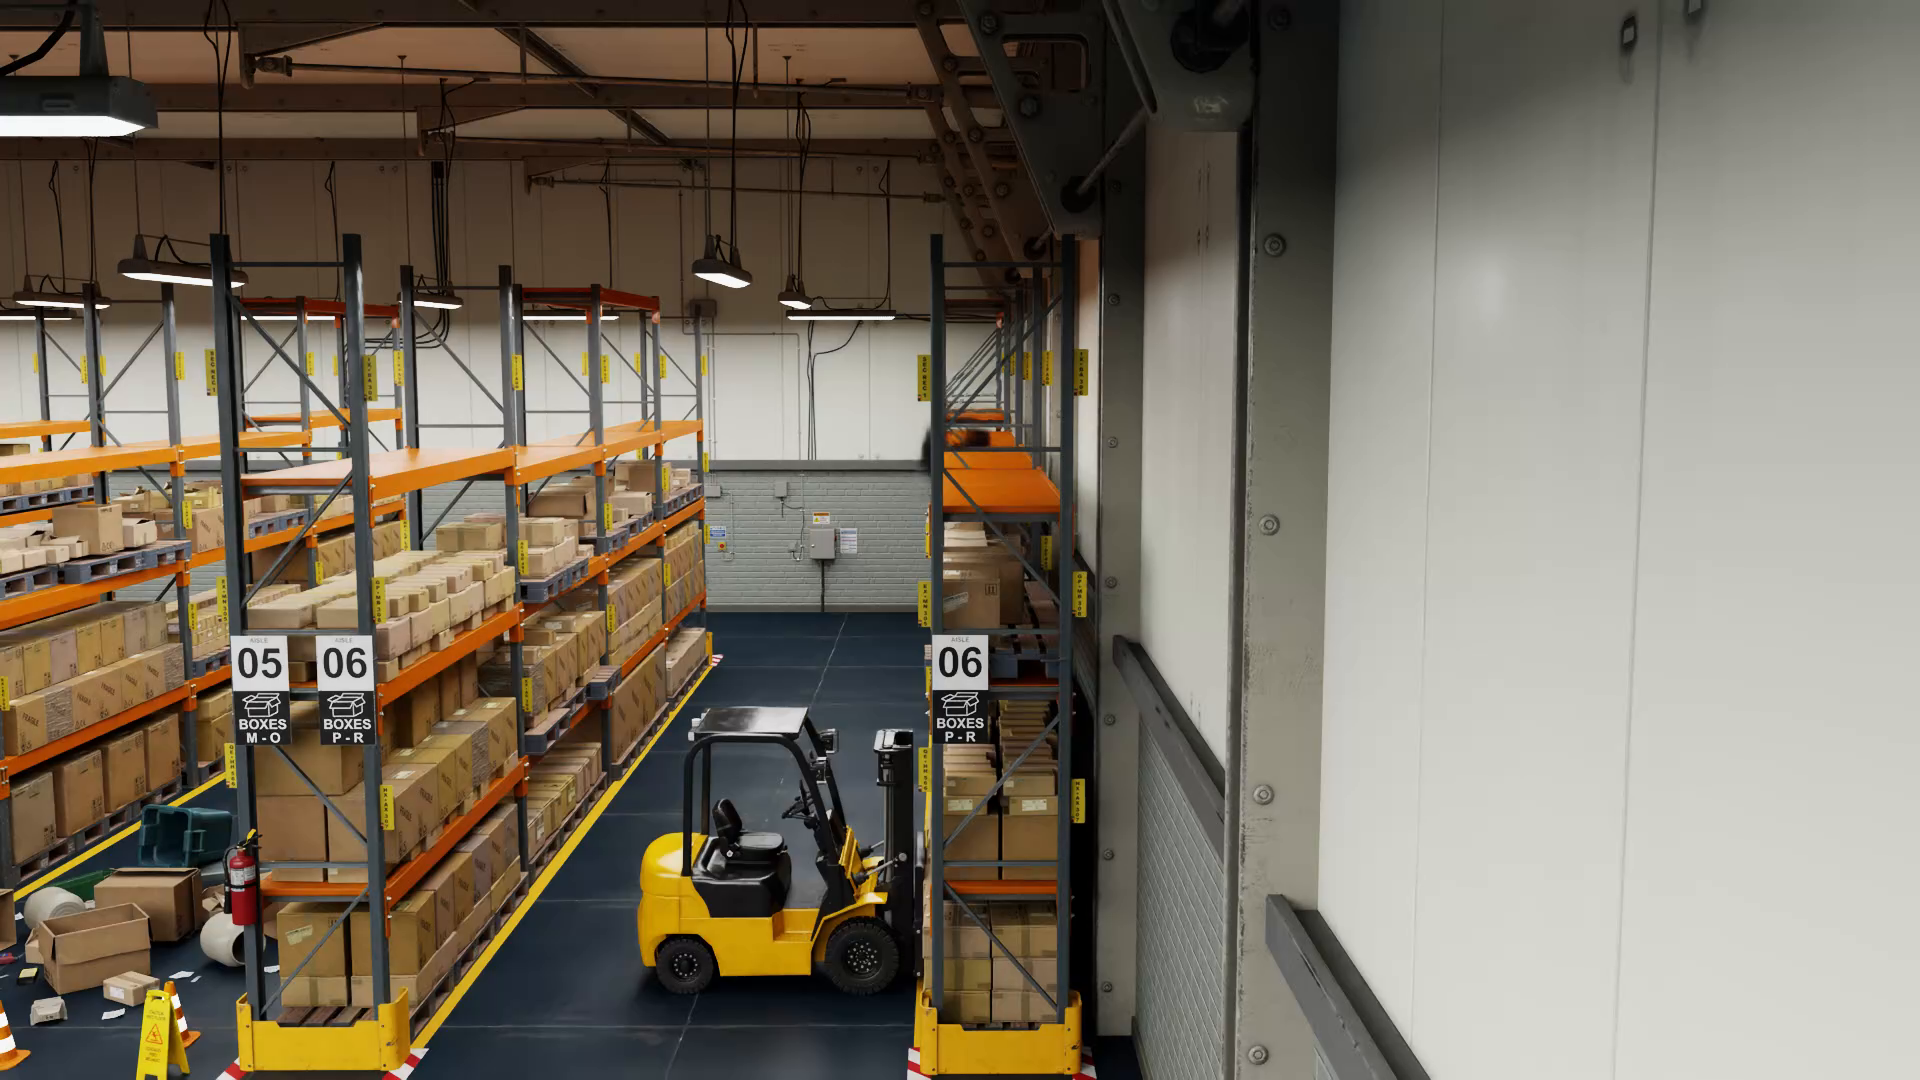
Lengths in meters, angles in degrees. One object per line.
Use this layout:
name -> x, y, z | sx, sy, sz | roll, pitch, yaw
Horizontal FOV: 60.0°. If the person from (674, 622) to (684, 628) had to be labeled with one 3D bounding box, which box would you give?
person -> -5.141, 1.111, 29.284 | 0.616, 1.709, 0.703 | 3, 7, 25
